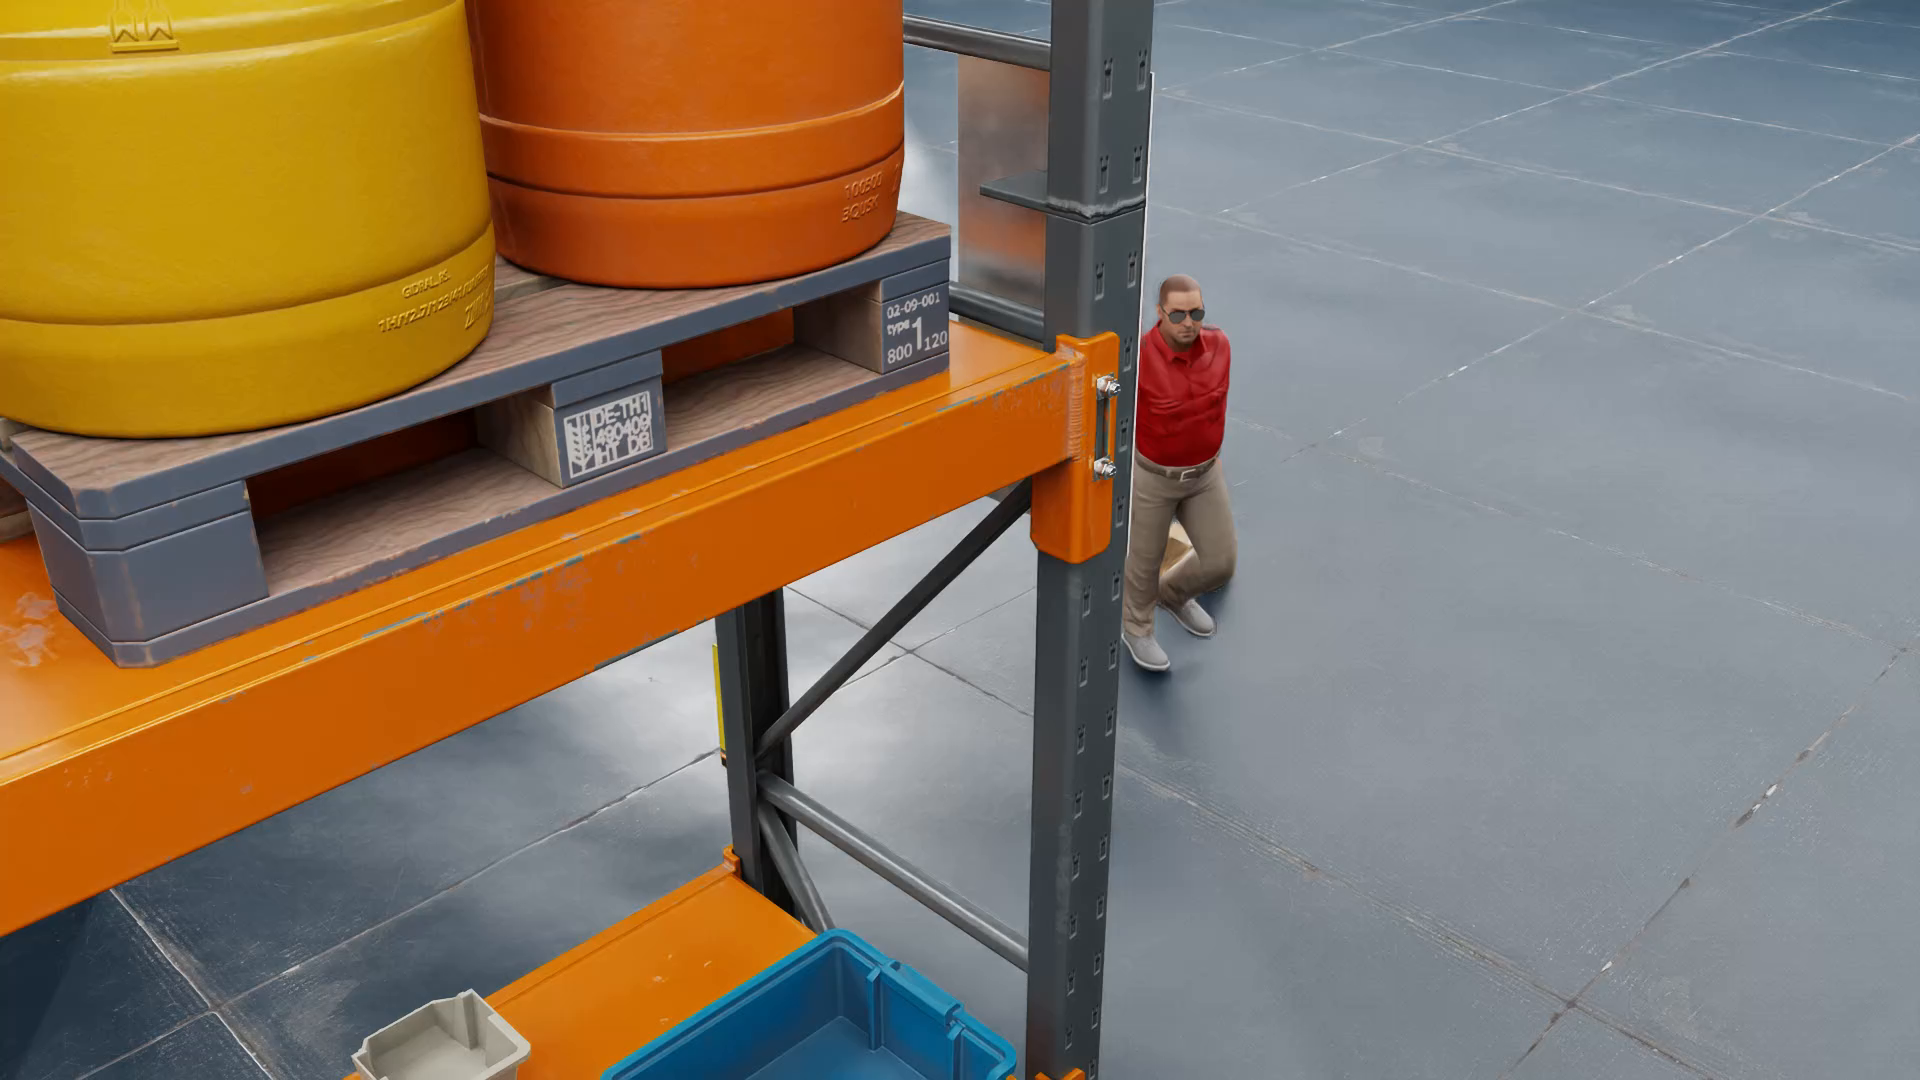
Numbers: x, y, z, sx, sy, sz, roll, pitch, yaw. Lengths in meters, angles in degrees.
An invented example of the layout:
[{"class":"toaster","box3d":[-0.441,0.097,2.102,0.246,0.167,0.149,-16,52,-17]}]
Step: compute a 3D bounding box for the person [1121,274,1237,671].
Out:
[{"class":"person","box3d":[0.827,-0.257,6.600,0.596,1.714,0.484,-10,29,-19]}]
